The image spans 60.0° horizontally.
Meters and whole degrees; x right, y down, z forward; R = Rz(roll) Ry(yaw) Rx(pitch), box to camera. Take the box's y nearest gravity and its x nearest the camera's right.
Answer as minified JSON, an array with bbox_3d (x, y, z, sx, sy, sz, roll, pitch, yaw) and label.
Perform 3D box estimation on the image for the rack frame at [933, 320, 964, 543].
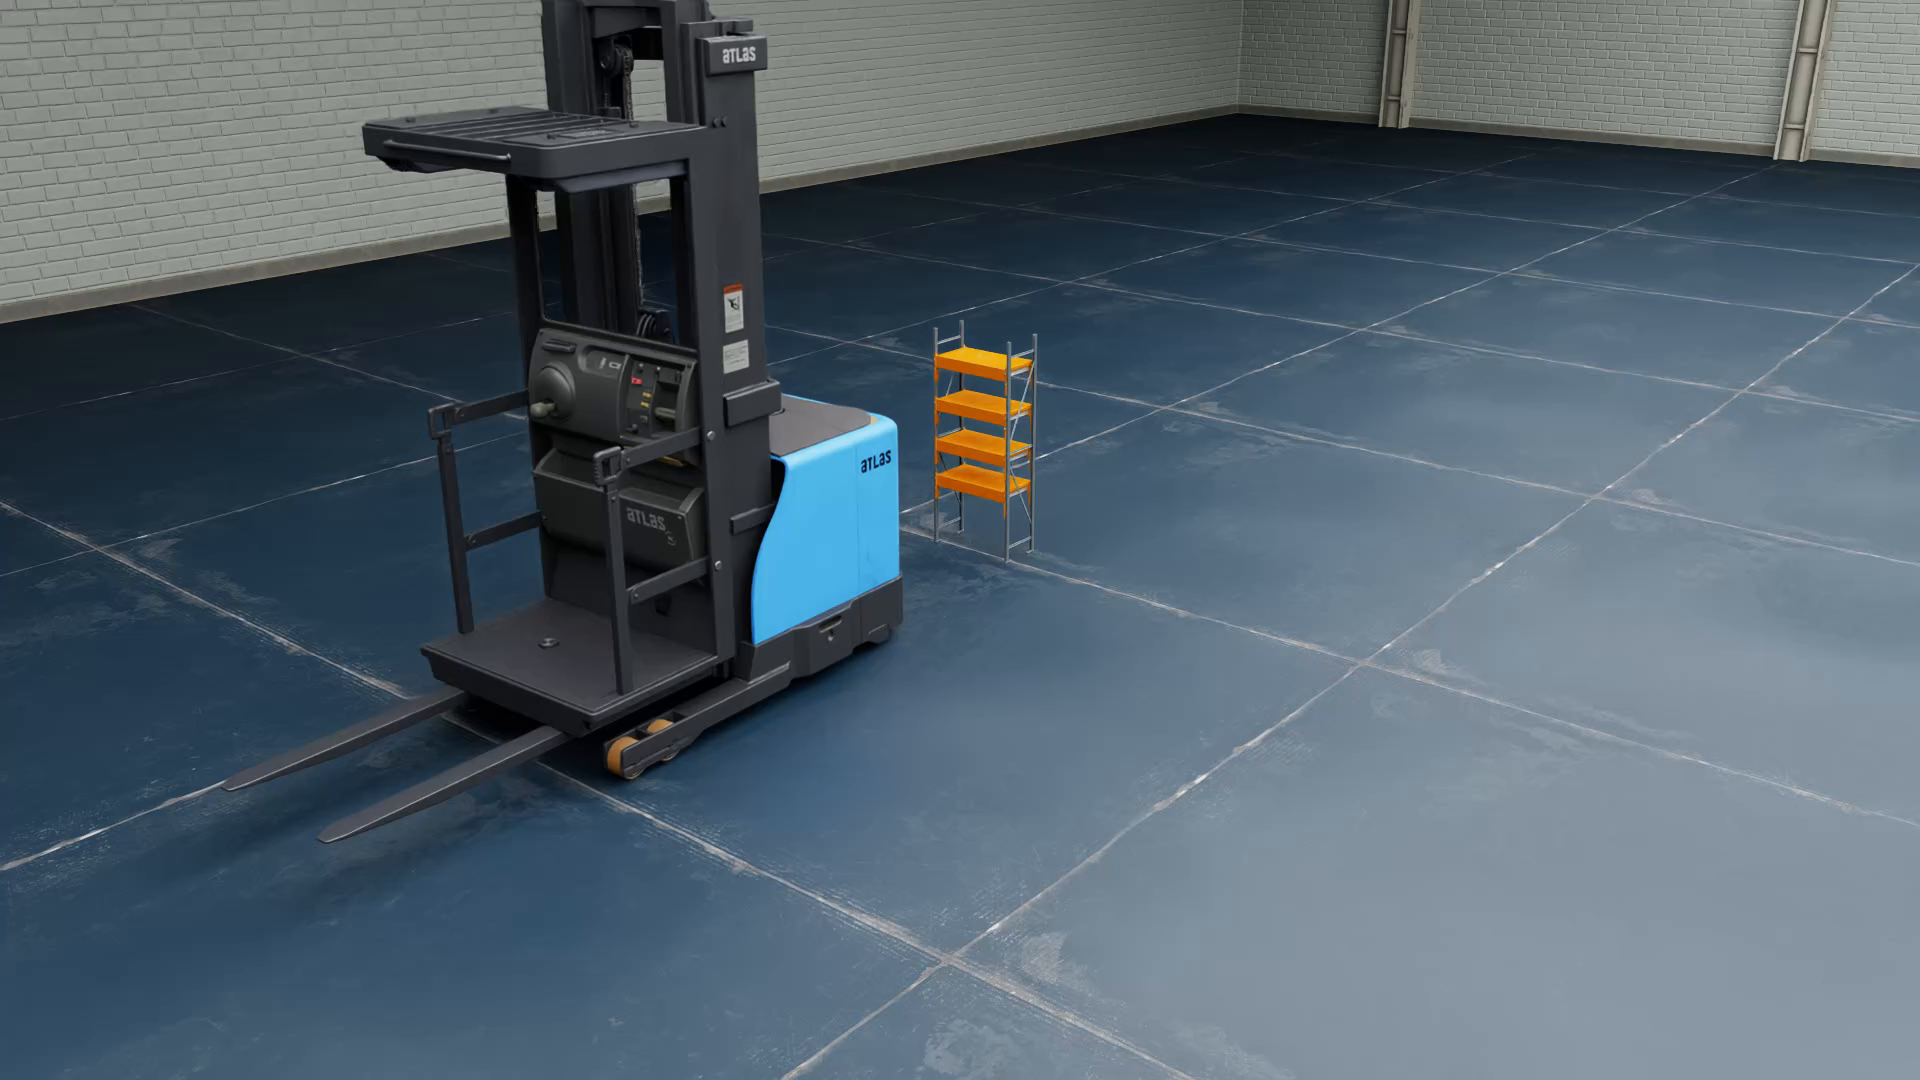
[{"bbox_3d":[-0.061,-0.579,9.003,0.015,1.200,0.240,16,26,36],"label":"rack frame"}]

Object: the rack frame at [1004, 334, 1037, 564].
[{"bbox_3d":[0.317,-0.470,8.714,0.015,1.200,0.240,16,26,36],"label":"rack frame"}]

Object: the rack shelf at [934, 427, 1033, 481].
[{"bbox_3d":[0.128,-0.462,8.882,0.480,0.148,0.258,16,26,36],"label":"rack shelf"}]

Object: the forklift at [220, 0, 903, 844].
[{"bbox_3d":[-1.556,-0.612,6.637,1.130,2.935,3.031,15,25,34],"label":"forklift"}]

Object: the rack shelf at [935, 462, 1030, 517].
[{"bbox_3d":[0.128,-0.276,8.952,0.480,0.148,0.258,16,26,36],"label":"rack shelf"}]

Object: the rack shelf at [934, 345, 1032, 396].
[{"bbox_3d":[0.128,-0.892,8.720,0.480,0.148,0.258,16,26,36],"label":"rack shelf"}]

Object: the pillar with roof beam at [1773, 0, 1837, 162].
[{"bbox_3d":[8.939,-8.379,18.634,0.400,9.000,9.100,16,26,36],"label":"pillar with roof beam"}]

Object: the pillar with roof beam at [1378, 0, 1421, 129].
[{"bbox_3d":[4.291,-9.717,22.183,0.400,9.000,9.100,16,26,36],"label":"pillar with roof beam"}]

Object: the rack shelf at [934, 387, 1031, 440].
[{"bbox_3d":[0.128,-0.671,8.803,0.480,0.148,0.258,16,26,36],"label":"rack shelf"}]

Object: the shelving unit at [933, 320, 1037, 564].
[{"bbox_3d":[0.128,-0.524,8.859,0.503,1.200,0.258,16,26,36],"label":"shelving unit"}]
